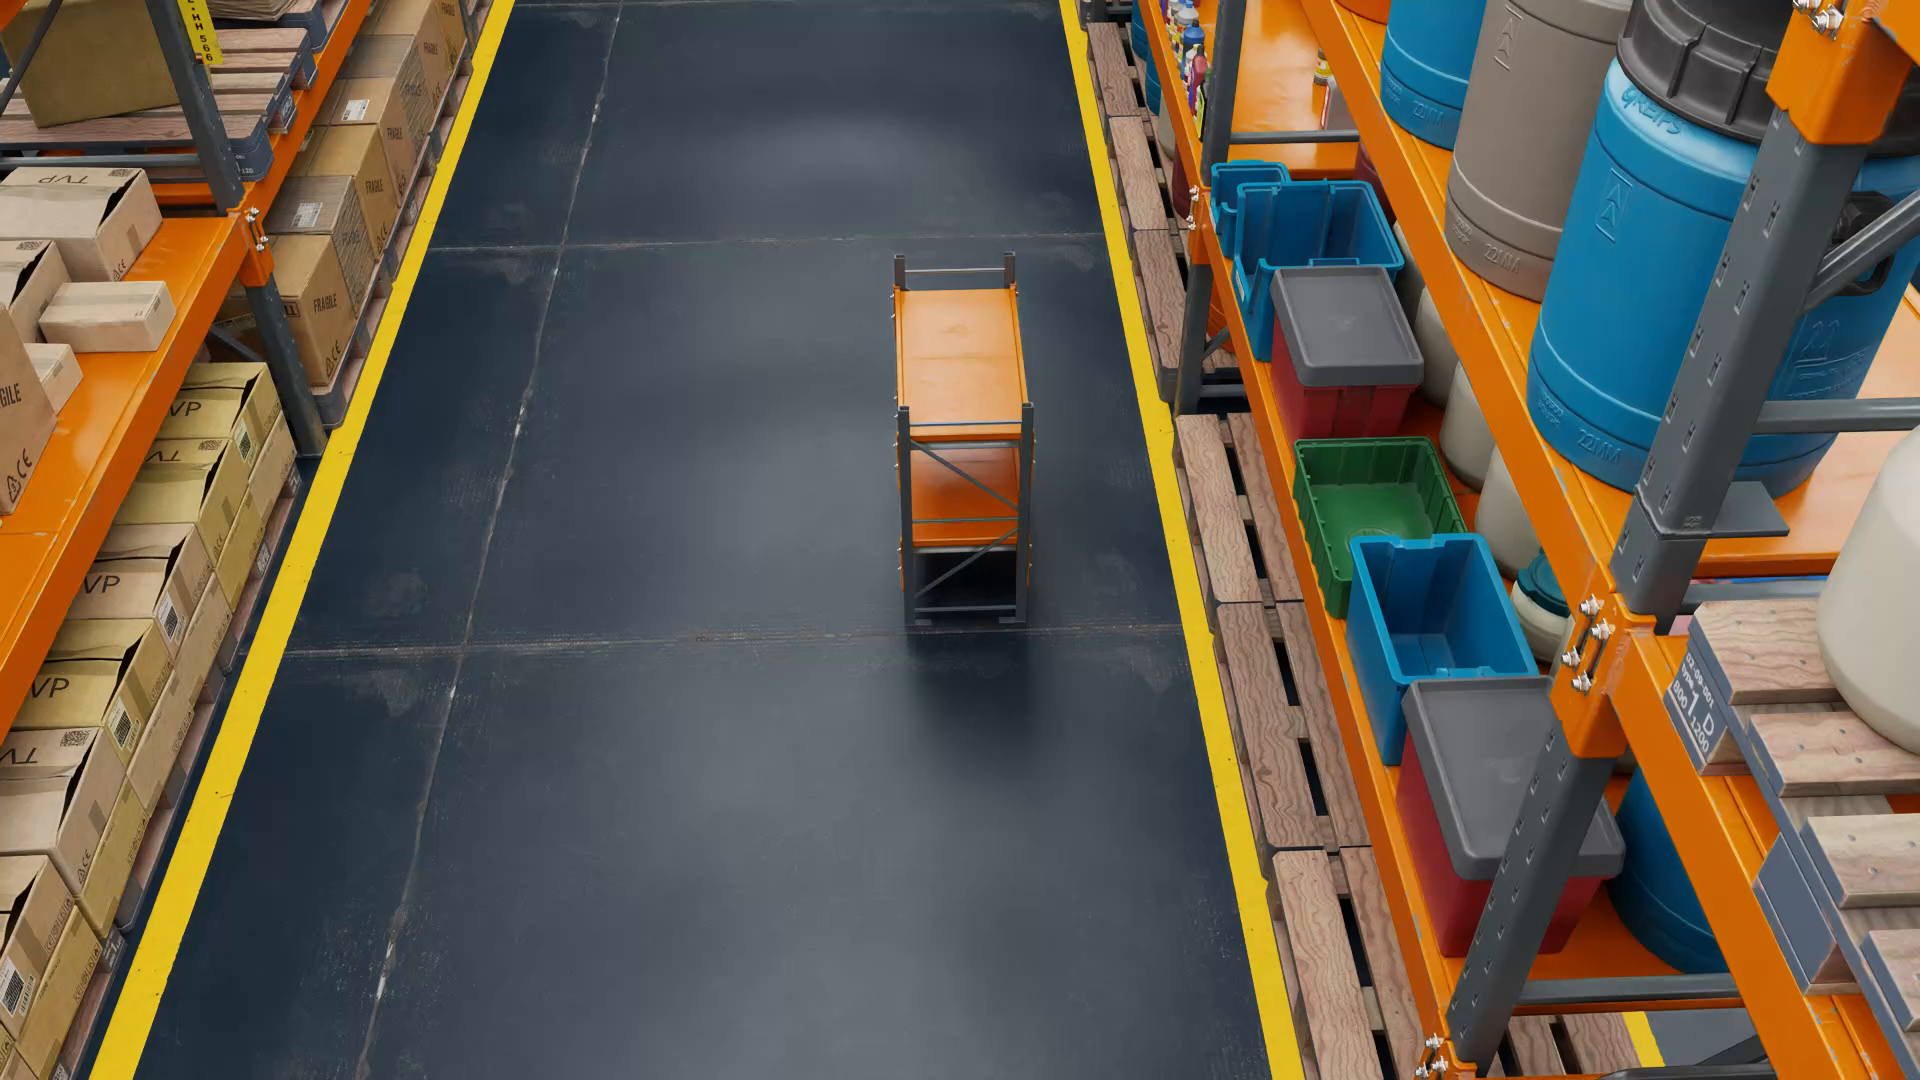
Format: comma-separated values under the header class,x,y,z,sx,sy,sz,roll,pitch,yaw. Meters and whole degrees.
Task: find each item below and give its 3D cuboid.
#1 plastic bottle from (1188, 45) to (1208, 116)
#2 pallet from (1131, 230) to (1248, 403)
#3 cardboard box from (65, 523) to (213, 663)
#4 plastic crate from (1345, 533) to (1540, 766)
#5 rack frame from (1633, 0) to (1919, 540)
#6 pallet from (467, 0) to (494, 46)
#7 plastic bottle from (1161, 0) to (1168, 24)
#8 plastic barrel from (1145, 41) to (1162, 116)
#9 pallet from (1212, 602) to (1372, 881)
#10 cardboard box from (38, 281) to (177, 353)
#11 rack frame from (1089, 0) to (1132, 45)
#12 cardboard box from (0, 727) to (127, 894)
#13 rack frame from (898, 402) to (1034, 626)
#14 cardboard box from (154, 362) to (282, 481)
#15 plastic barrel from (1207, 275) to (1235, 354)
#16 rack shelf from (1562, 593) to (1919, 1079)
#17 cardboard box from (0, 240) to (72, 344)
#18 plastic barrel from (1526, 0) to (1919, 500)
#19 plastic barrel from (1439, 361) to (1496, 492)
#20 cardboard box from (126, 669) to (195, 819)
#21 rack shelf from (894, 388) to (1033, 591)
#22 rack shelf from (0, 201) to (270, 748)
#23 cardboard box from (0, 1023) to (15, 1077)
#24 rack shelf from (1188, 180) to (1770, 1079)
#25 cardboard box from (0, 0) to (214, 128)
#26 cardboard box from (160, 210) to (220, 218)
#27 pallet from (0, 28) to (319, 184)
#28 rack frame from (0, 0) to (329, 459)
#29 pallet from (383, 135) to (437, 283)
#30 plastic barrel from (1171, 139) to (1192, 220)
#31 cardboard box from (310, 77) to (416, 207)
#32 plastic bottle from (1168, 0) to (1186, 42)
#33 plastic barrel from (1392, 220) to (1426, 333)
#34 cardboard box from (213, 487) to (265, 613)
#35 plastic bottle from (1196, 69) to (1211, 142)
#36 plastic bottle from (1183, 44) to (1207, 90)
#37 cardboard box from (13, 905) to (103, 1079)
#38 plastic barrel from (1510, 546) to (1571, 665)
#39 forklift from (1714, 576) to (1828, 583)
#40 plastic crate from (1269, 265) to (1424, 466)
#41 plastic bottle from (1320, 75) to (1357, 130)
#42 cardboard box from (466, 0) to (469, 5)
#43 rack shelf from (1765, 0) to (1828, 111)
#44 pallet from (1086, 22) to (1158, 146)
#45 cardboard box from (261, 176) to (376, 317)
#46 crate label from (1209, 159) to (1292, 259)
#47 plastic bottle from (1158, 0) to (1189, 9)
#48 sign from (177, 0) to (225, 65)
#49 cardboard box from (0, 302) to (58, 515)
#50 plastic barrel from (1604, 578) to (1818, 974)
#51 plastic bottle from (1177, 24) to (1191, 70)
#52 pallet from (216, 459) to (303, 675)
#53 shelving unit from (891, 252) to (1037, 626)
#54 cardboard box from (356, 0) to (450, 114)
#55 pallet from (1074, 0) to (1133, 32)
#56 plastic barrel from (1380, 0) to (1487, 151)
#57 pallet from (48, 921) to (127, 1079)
class,x,y,z,sx,sy,sz,roll,pitch,yaw
plastic bottle,1.054,-2.025,7.325,0.061,0.283,0.133,-2,43,-2
pallet,1.432,-1.154,8.353,1.003,0.211,1.213,-2,43,-2
cardboard box,-3.126,0.179,6.144,0.500,0.311,0.500,-2,43,-2
plastic crate,1.320,0.319,4.694,0.392,0.384,0.575,-2,43,-2
rack frame,1.677,-1.162,1.858,1.000,3.000,0.127,-2,43,-2
pallet,-3.640,-3.648,11.073,1.003,0.211,1.213,-2,43,-2
plastic bottle,1.015,-2.641,7.997,0.061,0.283,0.133,-2,43,-2
plastic barrel,1.374,-2.887,9.422,0.600,0.901,0.708,-2,43,-2
pallet,1.550,0.722,6.306,1.003,0.211,1.213,-2,43,-2
cardboard box,-3.127,-0.820,6.110,0.380,0.149,0.250,-2,43,-2
rack frame,1.337,-4.352,9.778,1.000,3.000,0.127,-2,43,-2
cardboard box,-3.080,0.867,5.393,0.500,0.311,0.500,-3,43,-3
rack frame,0.021,-0.076,6.500,0.500,1.125,0.032,-2,43,-2
cardboard box,-3.173,-0.513,6.899,0.500,0.311,0.500,-1,43,-1
plastic barrel,1.470,-1.336,7.783,0.600,0.830,0.708,-2,43,-2
rack shelf,1.762,1.559,1.642,1.077,0.370,4.000,-2,43,-2
cardboard box,-3.597,-0.869,6.044,0.500,0.311,0.500,-2,43,-2
plastic barrel,1.439,-0.578,3.070,0.600,0.901,0.708,-2,43,-2
plastic barrel,1.806,-0.440,5.410,0.433,0.535,0.433,0,43,0
cardboard box,-3.107,0.730,5.958,0.500,0.250,0.500,-1,43,-1
rack shelf,0.000,-0.239,7.040,0.538,0.278,1.000,-2,43,-2
rack shelf,-3.357,0.104,5.449,1.077,0.370,4.000,-2,43,-2
cardboard box,-3.041,1.555,4.643,0.500,0.311,0.500,-2,43,-2
rack shelf,1.592,-0.036,5.602,1.077,0.370,4.000,-2,43,-2
cardboard box,-3.581,-2.125,6.964,0.700,0.500,0.500,-15,45,-16
cardboard box,-3.723,-1.691,7.845,0.500,0.250,0.500,0,43,0
pallet,-3.541,-1.896,7.241,1.213,0.211,1.003,-2,43,-2
rack frame,-3.442,-1.512,6.679,1.000,3.000,0.127,-2,43,-2
pallet,-3.484,-1.810,9.069,1.003,0.211,1.213,-2,43,-2
plastic barrel,1.422,-2.009,8.696,0.600,0.588,0.708,-2,43,-2
cardboard box,-3.247,-2.112,8.859,0.500,0.500,0.500,-3,43,-3
plastic bottle,1.043,-2.467,7.869,0.097,0.201,0.097,0,43,0
plastic barrel,1.764,-1.004,6.043,0.421,0.512,0.421,0,43,0
cardboard box,-3.150,0.043,6.707,0.500,0.250,0.500,-2,43,-2
plastic bottle,1.064,-1.869,7.155,0.061,0.283,0.133,-2,43,-2
plastic bottle,1.063,-2.139,7.510,0.097,0.201,0.097,0,43,0
cardboard box,-3.062,1.423,5.202,0.500,0.250,0.500,-1,43,-1
plastic barrel,1.774,0.202,4.912,0.301,0.262,0.301,0,43,0
forklift,3.099,-1.557,6.780,1.130,2.935,3.031,-1,43,-2
plastic crate,1.270,-0.575,5.610,0.402,0.464,0.583,-2,43,-2
plastic bottle,1.660,-1.902,7.197,0.152,0.276,0.135,-2,43,-2
cardboard box,-3.413,-3.673,10.701,0.500,0.311,0.500,-2,43,-2
rack shelf,1.592,-2.100,3.710,1.077,0.370,4.000,-2,43,-2
pallet,1.329,-2.801,10.150,1.003,0.211,1.213,-2,43,-2
cardboard box,-3.203,-1.421,8.105,0.500,0.500,0.500,-3,43,-3
crate label,1.151,-1.294,6.566,0.303,0.233,0.416,-2,43,-2
plastic bottle,1.050,-2.774,8.093,0.144,0.351,0.185,-2,43,-2
sign,-2.887,-1.957,6.308,0.100,0.325,0.005,-2,43,-2
cardboard box,-3.354,-0.416,5.410,0.500,0.500,0.500,-4,43,-4
plastic barrel,1.963,0.595,4.010,0.600,0.901,0.708,-2,43,-2
plastic bottle,1.055,-2.270,7.654,0.097,0.201,0.097,0,43,0
pallet,-3.446,0.073,7.014,1.003,0.211,1.213,-2,43,-2
shelving unit,0.000,-0.419,6.875,0.538,1.125,1.048,-2,43,-2
cardboard box,-3.292,-2.794,9.602,0.500,0.500,0.500,-2,43,-2
pallet,1.267,-3.819,11.260,1.003,0.211,1.213,-2,43,-2
plastic barrel,1.383,-1.462,4.034,0.600,0.901,0.708,-2,43,-2
pallet,-3.342,1.720,5.217,1.003,0.211,1.213,-2,43,-2
